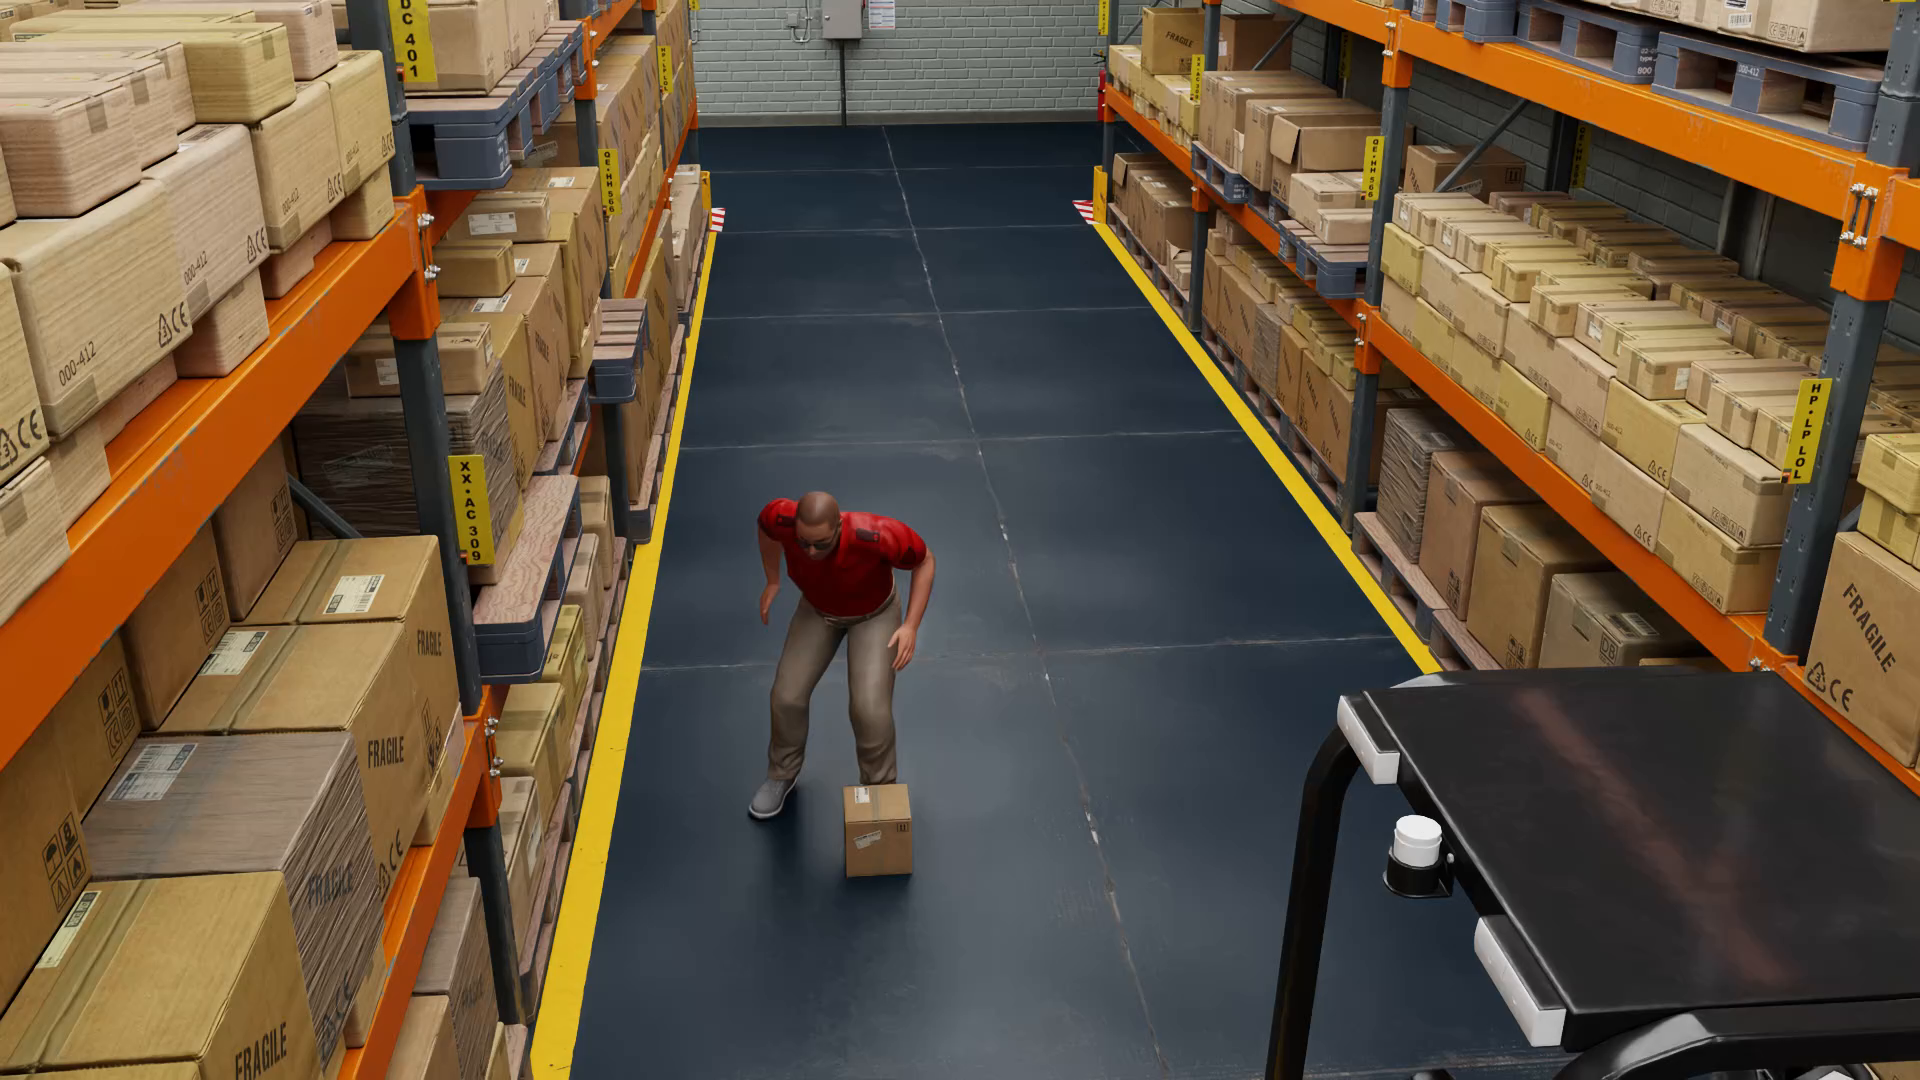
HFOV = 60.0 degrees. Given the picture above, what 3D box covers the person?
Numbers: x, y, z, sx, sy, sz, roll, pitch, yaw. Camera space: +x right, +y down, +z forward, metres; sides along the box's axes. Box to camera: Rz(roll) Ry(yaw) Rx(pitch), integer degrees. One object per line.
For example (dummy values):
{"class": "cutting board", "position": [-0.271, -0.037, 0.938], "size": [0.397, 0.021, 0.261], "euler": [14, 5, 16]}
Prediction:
{"class": "person", "position": [-0.472, 0.409, 6.489], "size": [0.734, 1.484, 0.732], "euler": [6, 24, 13]}
